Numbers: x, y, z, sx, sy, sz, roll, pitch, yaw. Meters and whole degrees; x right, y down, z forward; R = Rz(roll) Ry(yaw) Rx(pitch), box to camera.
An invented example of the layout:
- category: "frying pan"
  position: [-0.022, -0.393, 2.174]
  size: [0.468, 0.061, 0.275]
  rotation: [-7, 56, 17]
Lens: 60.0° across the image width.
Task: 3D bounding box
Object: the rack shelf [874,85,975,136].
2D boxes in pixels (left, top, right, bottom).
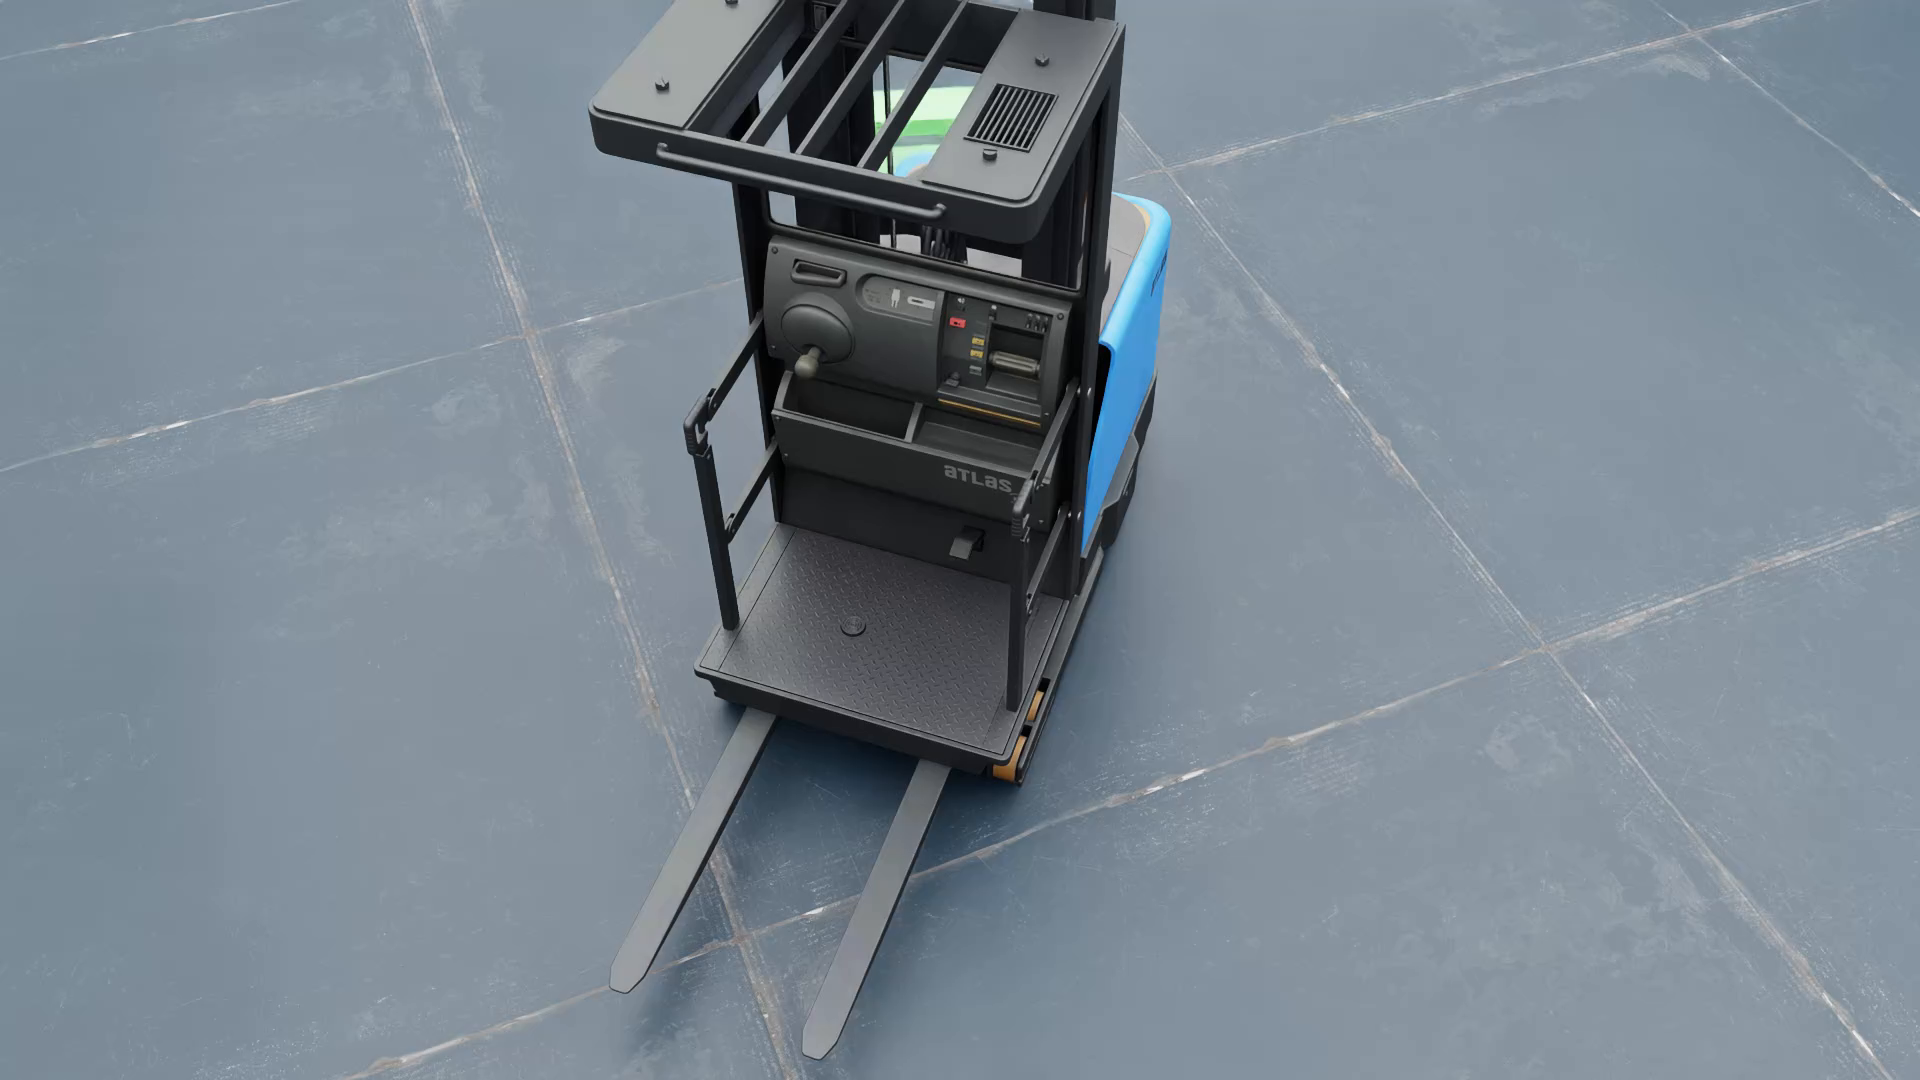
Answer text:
- category: "rack shelf"
  position: [-0.141, -1.587, 6.261]
  size: [0.480, 0.148, 0.258]
  rotation: [-4, 43, -3]

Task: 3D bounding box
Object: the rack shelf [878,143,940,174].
- category: "rack shelf"
  position: [-0.139, -1.412, 6.425]
  size: [0.480, 0.148, 0.258]
  rotation: [-4, 43, -3]

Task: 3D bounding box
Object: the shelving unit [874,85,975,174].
- category: "shelving unit"
  position: [-0.137, -1.284, 6.546]
  size: [0.503, 1.200, 0.258]
  rotation: [-4, 43, -3]

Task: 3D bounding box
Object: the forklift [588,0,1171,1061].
- category: "forklift"
  position: [-0.207, -0.507, 4.753]
  size: [1.130, 2.935, 3.031]
  rotation: [15, 51, 12]
